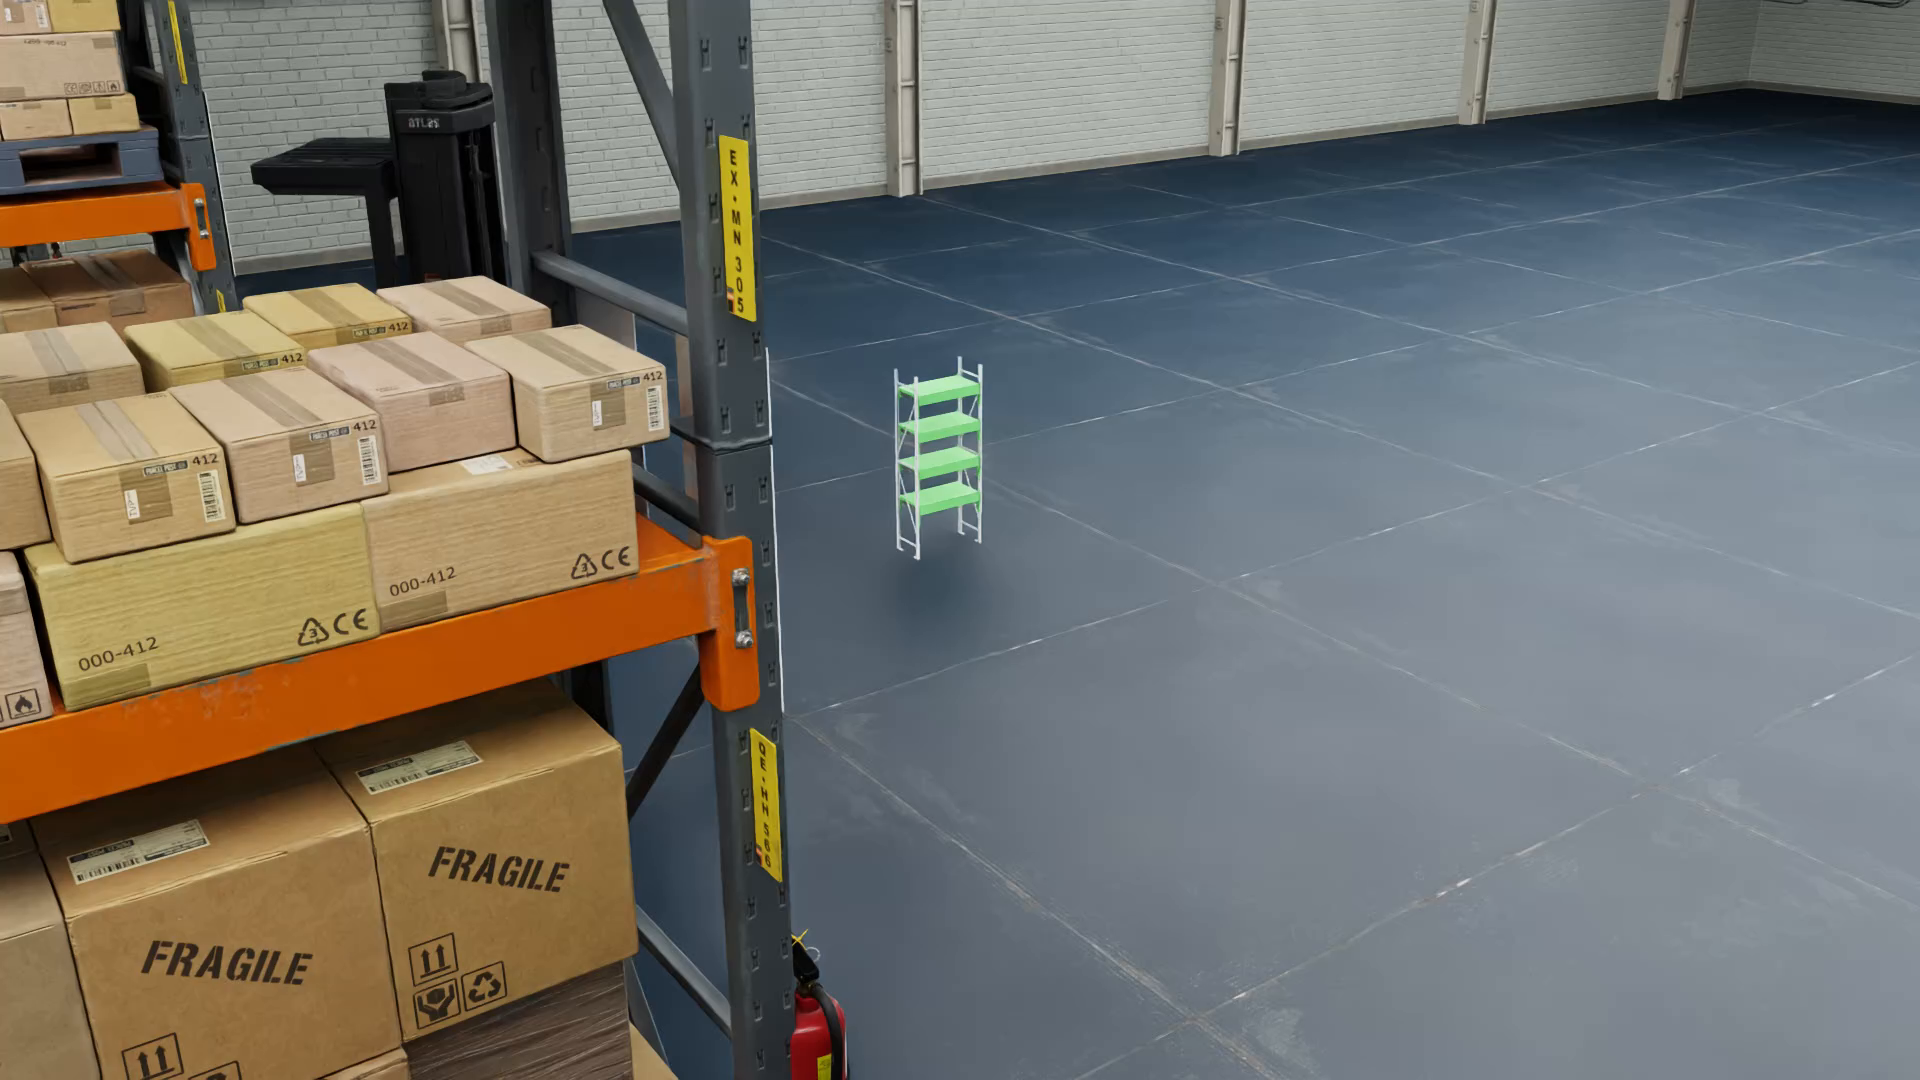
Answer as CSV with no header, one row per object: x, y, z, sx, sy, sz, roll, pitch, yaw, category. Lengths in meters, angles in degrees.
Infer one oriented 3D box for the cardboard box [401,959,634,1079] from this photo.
-1.175,0.994,3.822,0.500,0.500,0.875,-15,26,-33,cardboard box

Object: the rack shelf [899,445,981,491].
-0.134,-0.462,10.608,0.480,0.148,0.258,-15,26,-33,rack shelf

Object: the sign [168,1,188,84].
-3.221,-2.048,6.845,0.005,0.325,0.100,-15,26,-33,sign

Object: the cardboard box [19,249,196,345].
-3.851,-0.949,7.567,0.550,0.550,0.875,-15,26,-33,cardboard box

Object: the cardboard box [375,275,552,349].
-1.071,-0.451,3.596,0.250,0.149,0.380,-15,26,-33,cardboard box

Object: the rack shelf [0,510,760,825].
-2.336,0.442,2.666,4.000,0.370,1.077,-15,26,-33,rack shelf

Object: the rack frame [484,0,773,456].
-0.712,-1.719,3.061,0.127,3.000,1.000,-15,26,-33,rack frame

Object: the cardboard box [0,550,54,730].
-1.780,0.142,2.647,0.500,0.250,0.500,-14,26,-32,cardboard box

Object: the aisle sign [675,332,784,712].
-0.487,-0.063,3.499,0.004,0.787,0.394,-15,26,-33,aisle sign

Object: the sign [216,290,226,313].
-3.221,-0.928,7.292,0.005,0.325,0.100,-15,26,-33,sign

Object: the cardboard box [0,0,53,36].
-3.806,-2.106,6.641,0.250,0.149,0.380,-15,26,-33,cardboard box

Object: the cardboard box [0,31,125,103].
-3.761,-1.959,6.812,0.500,0.250,0.500,-15,26,-32,cardboard box

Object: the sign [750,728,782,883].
-0.404,0.555,3.471,0.005,0.325,0.100,-15,26,-33,sign

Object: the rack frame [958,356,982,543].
0.064,-0.574,10.717,0.015,1.200,0.240,-15,26,-33,rack frame

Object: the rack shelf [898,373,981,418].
-0.134,-0.908,10.430,0.480,0.148,0.258,-15,26,-33,rack shelf

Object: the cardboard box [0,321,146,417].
-1.734,-0.295,3.204,0.250,0.149,0.380,-14,26,-31,cardboard box

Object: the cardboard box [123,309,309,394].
-1.471,-0.332,3.298,0.250,0.149,0.380,-15,26,-34,cardboard box

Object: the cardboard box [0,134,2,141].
-4.012,-1.680,6.650,0.250,0.149,0.380,-14,26,-32,cardboard box

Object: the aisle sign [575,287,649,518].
-0.837,-0.243,3.951,0.004,0.787,0.394,-15,26,-33,aisle sign

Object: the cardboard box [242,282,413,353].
-1.338,-0.424,3.528,0.250,0.149,0.380,-14,26,-32,cardboard box

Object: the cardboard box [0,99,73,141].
-3.804,-1.736,6.790,0.250,0.149,0.380,-15,26,-32,cardboard box

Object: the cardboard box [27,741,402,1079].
-1.417,0.722,3.154,0.500,0.500,0.500,-15,26,-33,cardboard box

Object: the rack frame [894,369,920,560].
-0.332,-0.469,10.452,0.015,1.200,0.240,-15,26,-33,rack frame

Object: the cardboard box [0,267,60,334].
-4.243,-0.802,7.200,0.550,0.550,0.875,-15,26,-33,cardboard box

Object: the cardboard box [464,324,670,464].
-0.755,-0.287,3.185,0.250,0.149,0.380,-15,26,-33,cardboard box

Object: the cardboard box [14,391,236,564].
-1.383,-0.112,2.747,0.250,0.149,0.380,-15,26,-33,cardboard box

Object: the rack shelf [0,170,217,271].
-5.150,-1.072,6.460,4.000,0.370,1.077,-15,26,-33,rack shelf

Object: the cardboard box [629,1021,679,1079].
-0.823,1.308,3.909,0.250,0.149,0.380,-15,26,-33,cardboard box

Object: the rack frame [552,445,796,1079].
-0.712,1.068,4.173,0.127,3.000,1.000,-15,26,-33,rack frame

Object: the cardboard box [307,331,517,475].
-1.035,-0.266,3.132,0.250,0.149,0.380,-16,27,-35,cardboard box

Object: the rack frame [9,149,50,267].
-6.500,-1.914,11.645,0.127,3.000,1.000,-15,26,-33,rack frame

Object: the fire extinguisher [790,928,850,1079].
-0.350,1.218,3.902,0.183,0.674,0.296,-15,26,-33,fire extinguisher

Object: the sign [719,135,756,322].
-0.404,-0.565,3.024,0.005,0.325,0.100,-15,26,-33,sign

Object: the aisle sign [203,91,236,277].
-3.294,-1.579,7.298,0.004,0.787,0.394,-15,26,-33,aisle sign

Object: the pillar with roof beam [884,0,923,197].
1.762,-7.615,17.838,0.400,9.000,9.100,-15,26,-33,pillar with roof beam

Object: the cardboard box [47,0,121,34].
-3.602,-2.160,6.775,0.250,0.149,0.380,-15,26,-32,cardboard box

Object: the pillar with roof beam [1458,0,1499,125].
11.503,-10.213,24.347,0.400,9.000,9.100,-15,26,-33,pillar with roof beam

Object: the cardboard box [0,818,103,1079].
-1.824,0.830,2.885,0.500,0.500,0.500,-15,26,-33,cardboard box

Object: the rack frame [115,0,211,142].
-3.527,-3.233,6.856,0.127,3.000,1.000,-15,26,-33,rack frame

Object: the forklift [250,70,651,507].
-3.629,-1.397,10.442,3.031,2.935,1.130,1,22,1,forklift

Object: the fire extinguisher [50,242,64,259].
-6.138,-1.764,11.374,0.183,0.674,0.296,-15,26,-33,fire extinguisher

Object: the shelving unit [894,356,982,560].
-0.134,-0.521,10.584,0.503,1.200,0.258,-15,26,-33,shelving unit

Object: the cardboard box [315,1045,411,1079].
-1.511,1.138,3.460,0.500,0.500,0.875,-15,26,-33,cardboard box

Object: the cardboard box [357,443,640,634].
-0.955,-0.075,3.192,0.500,0.250,0.500,-14,26,-32,cardboard box

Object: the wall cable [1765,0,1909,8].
17.022,-11.604,32.024,0.112,2.526,3.097,-15,26,-33,wall cable

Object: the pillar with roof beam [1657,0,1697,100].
16.373,-11.511,27.602,0.400,9.000,9.100,-15,26,-33,pillar with roof beam

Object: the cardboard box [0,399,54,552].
-1.657,-0.096,2.707,0.250,0.149,0.380,-15,26,-32,cardboard box

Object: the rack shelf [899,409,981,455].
-0.134,-0.685,10.519,0.480,0.148,0.258,-15,26,-33,rack shelf

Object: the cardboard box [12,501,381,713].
-1.359,0.034,2.919,0.500,0.250,0.500,-15,26,-33,cardboard box

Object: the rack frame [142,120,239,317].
-3.527,-0.446,7.967,0.127,3.000,1.000,-15,26,-33,rack frame

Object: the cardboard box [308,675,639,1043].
-1.014,0.612,3.430,0.500,0.500,0.500,-15,26,-33,cardboard box

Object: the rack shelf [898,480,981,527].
-0.134,-0.239,10.697,0.480,0.148,0.258,-15,26,-33,rack shelf

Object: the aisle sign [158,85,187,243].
-3.645,-1.759,7.750,0.004,0.787,0.394,-15,26,-33,aisle sign

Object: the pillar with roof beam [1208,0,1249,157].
6.632,-8.914,21.093,0.400,9.000,9.100,-15,26,-33,pillar with roof beam

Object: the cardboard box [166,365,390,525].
-1.193,-0.174,2.901,0.250,0.149,0.380,-16,27,-35,cardboard box

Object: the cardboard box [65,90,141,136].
-3.599,-1.790,6.926,0.250,0.149,0.380,-15,26,-33,cardboard box

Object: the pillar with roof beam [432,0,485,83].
-3.109,-6.316,14.584,0.400,9.000,9.100,-15,26,-33,pillar with roof beam

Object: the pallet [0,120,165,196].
-4.123,-1.635,7.018,1.213,0.211,1.003,-15,26,-33,pallet
